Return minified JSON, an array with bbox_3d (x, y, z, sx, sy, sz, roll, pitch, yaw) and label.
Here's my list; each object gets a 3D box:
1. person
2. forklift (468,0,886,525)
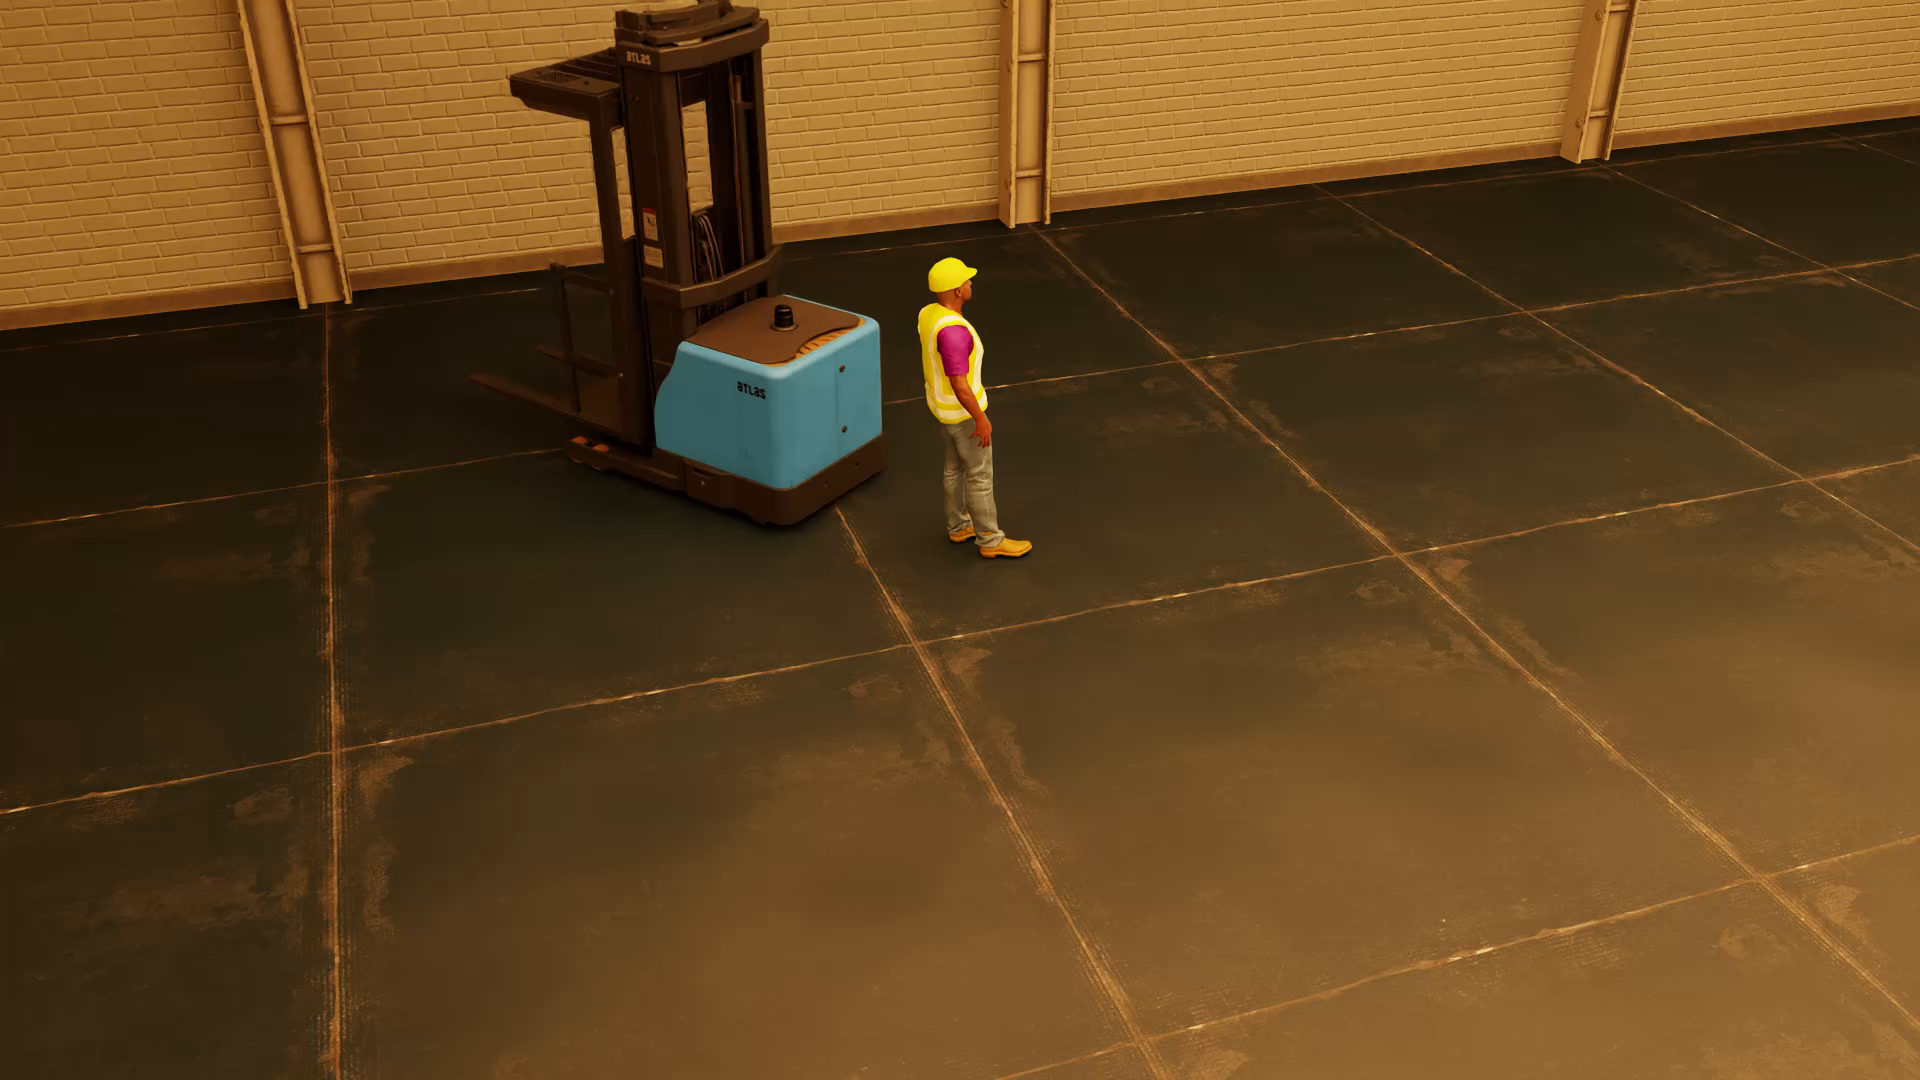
[{"bbox_3d":[0.068,-0.780,9.596,0.576,1.766,0.665,-10,31,-16],"label":"person"},{"bbox_3d":[-1.983,-1.920,10.425,3.031,2.935,1.130,19,35,29],"label":"forklift"}]
